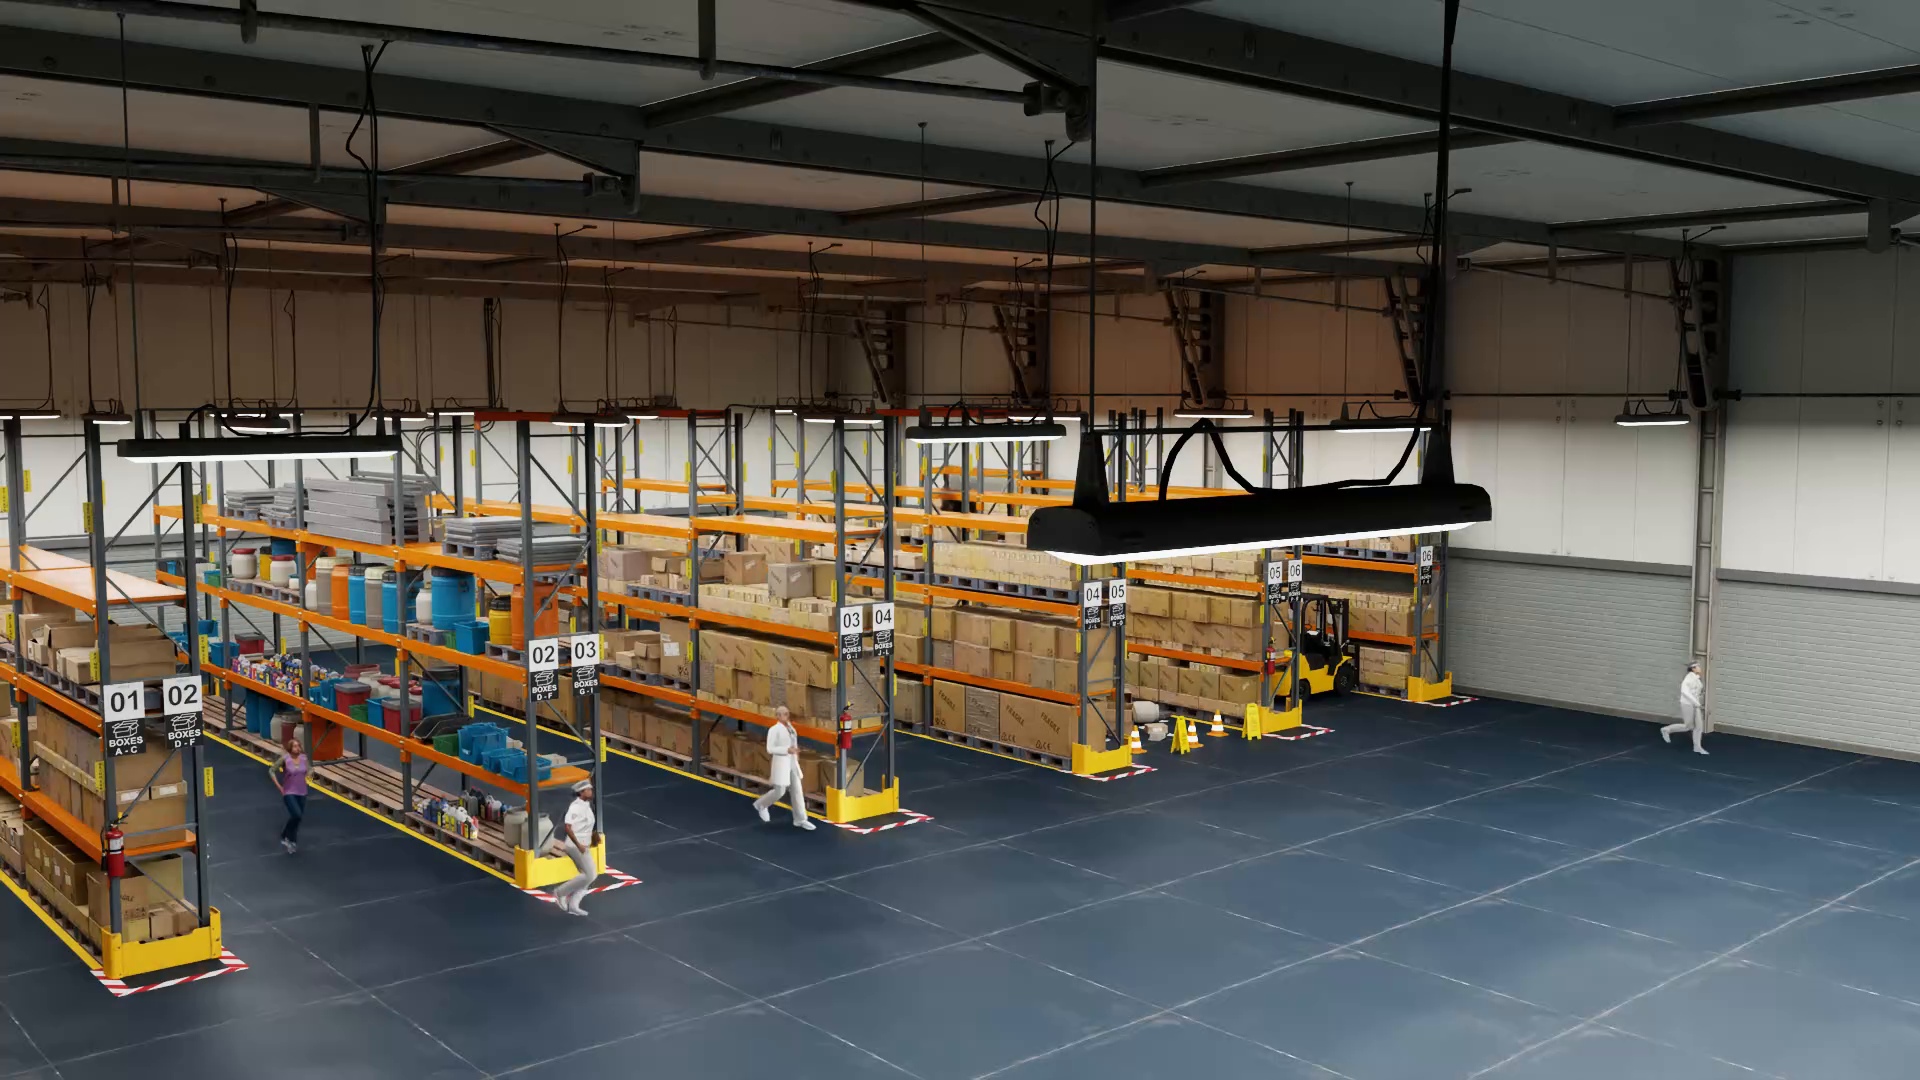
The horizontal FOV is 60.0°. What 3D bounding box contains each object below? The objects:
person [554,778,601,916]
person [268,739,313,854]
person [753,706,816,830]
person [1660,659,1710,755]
[{"bbox_3d":[-4.672,3.746,20.382,0.539,1.647,0.583,0,5,-2],"label":"person"},{"bbox_3d":[-9.204,3.526,22.989,0.667,1.584,0.529,4,6,39],"label":"person"},{"bbox_3d":[-2.559,3.295,24.177,1.060,1.770,0.711,3,6,32],"label":"person"},{"bbox_3d":[12.886,2.925,29.464,0.838,1.683,0.642,4,6,37],"label":"person"}]
